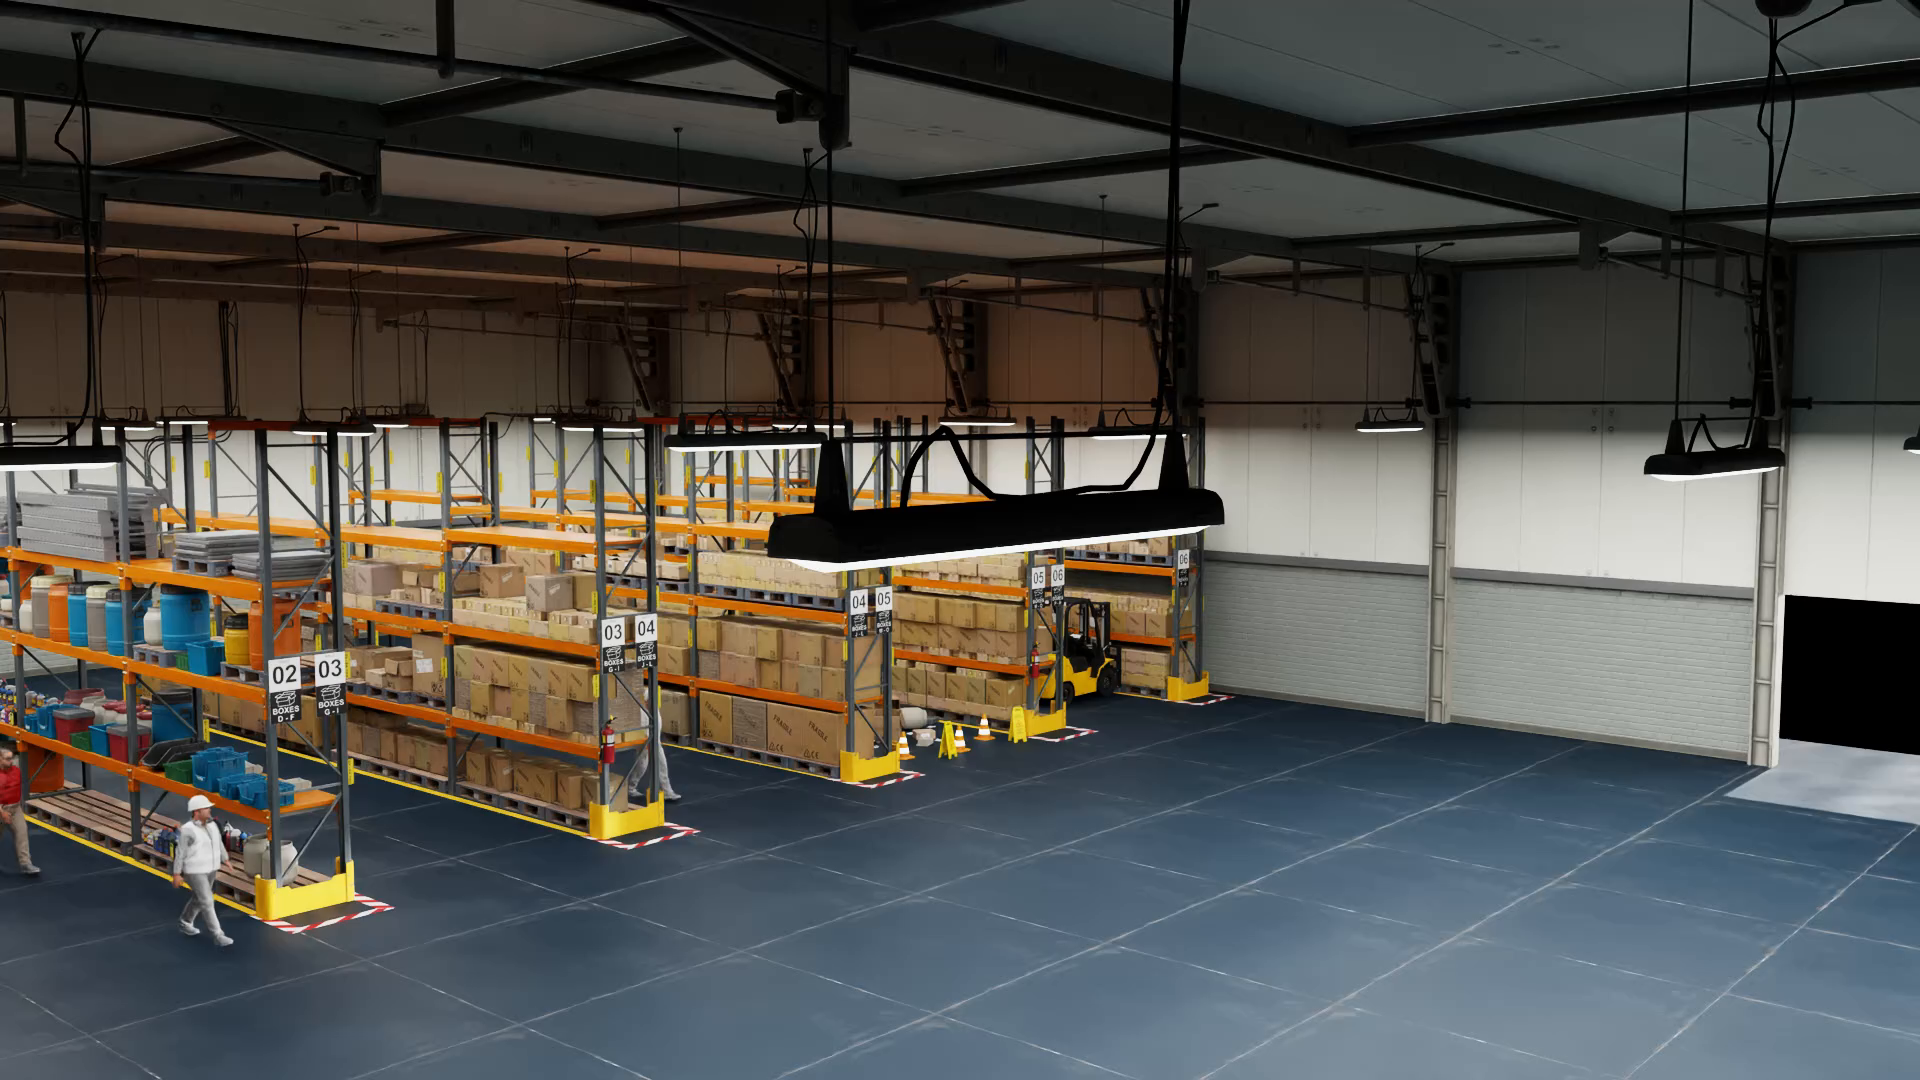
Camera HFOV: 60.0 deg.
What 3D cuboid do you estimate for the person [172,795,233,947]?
[{"bbox_3d":[-8.807,3.832,19.427,1.069,1.701,0.576,1,5,17],"label":"person"}]

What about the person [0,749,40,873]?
[{"bbox_3d":[-12.740,3.628,22.288,1.028,1.660,0.546,2,5,27],"label":"person"}]

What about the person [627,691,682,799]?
[{"bbox_3d":[-4.863,3.253,26.443,0.995,1.724,0.574,2,5,25],"label":"person"}]
